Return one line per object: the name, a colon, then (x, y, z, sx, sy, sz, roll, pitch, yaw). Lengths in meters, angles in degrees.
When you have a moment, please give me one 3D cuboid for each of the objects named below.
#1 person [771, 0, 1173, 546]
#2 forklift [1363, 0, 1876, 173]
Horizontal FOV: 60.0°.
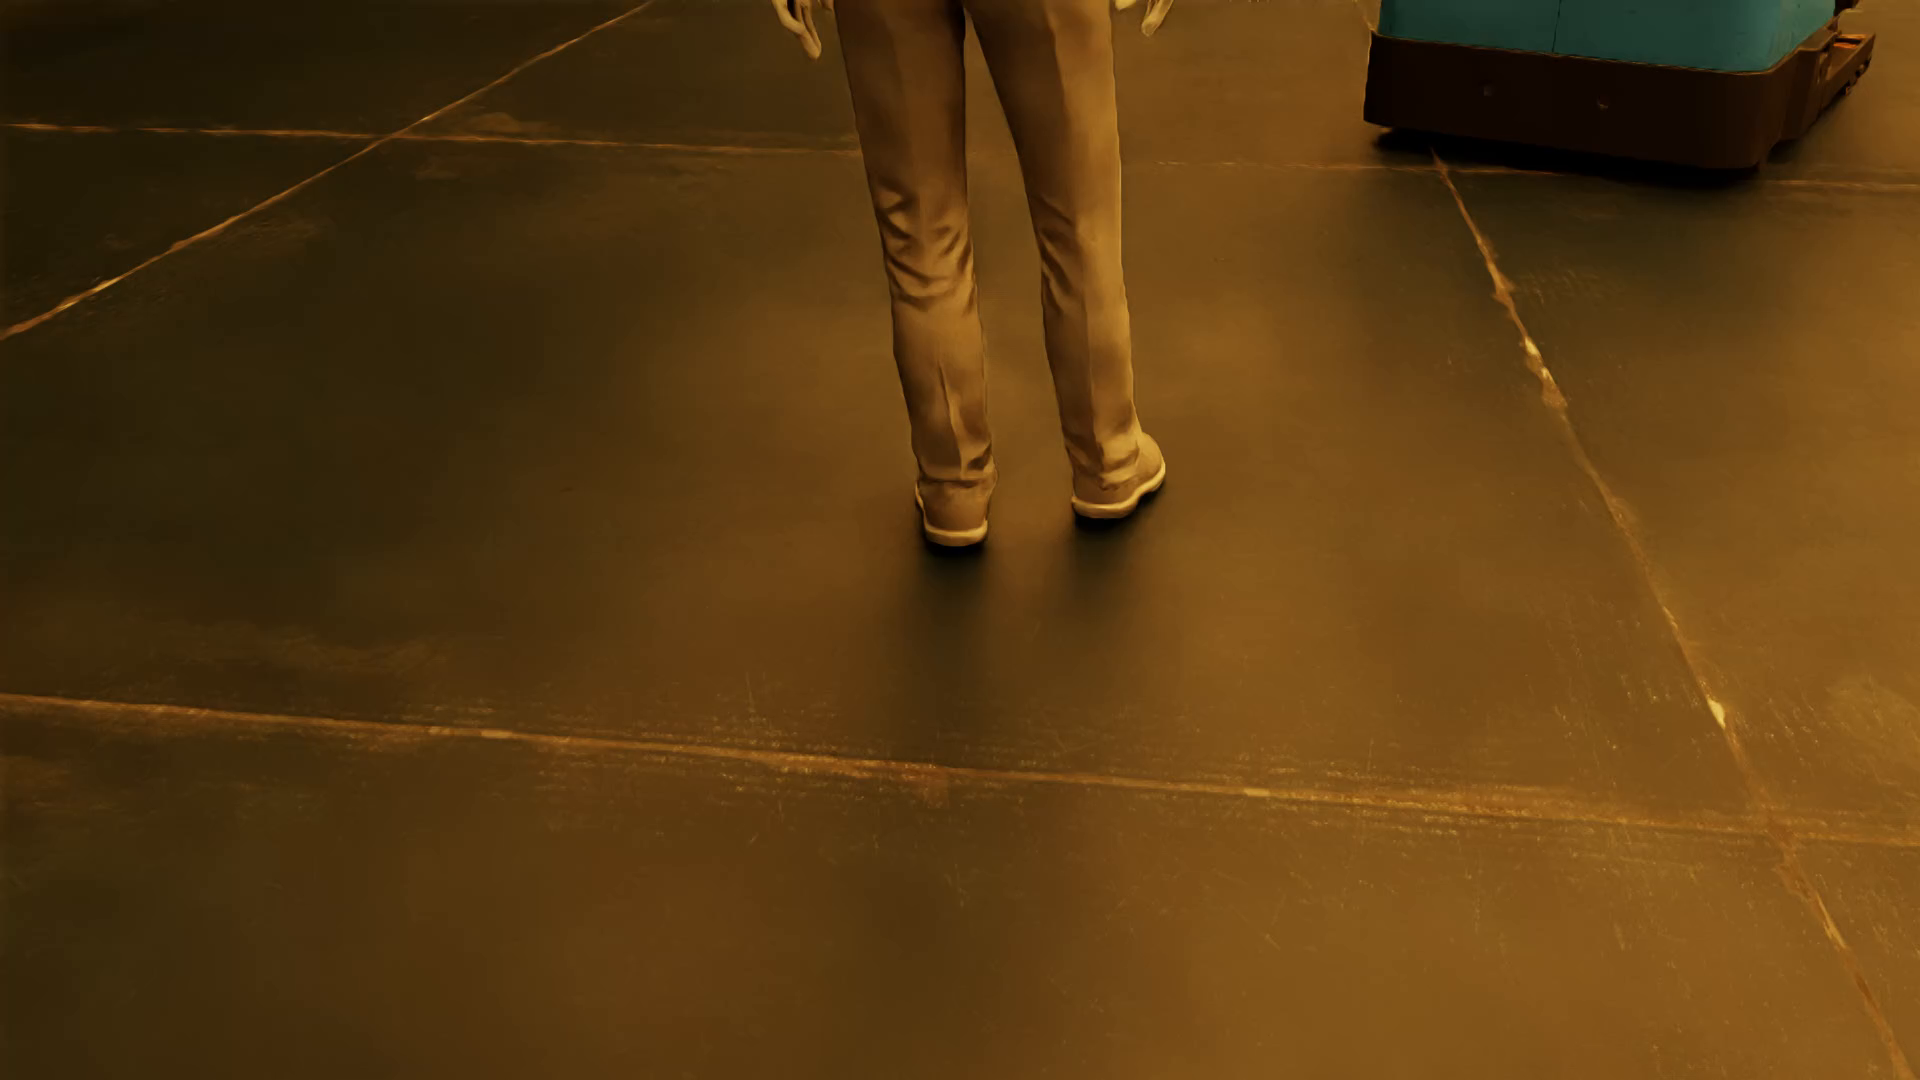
person: (0.016, -0.794, 2.178, 0.586, 1.695, 0.532, 3, 27, 7)
forklift: (2.390, -2.864, 4.958, 1.130, 2.935, 3.031, 17, 31, 30)
